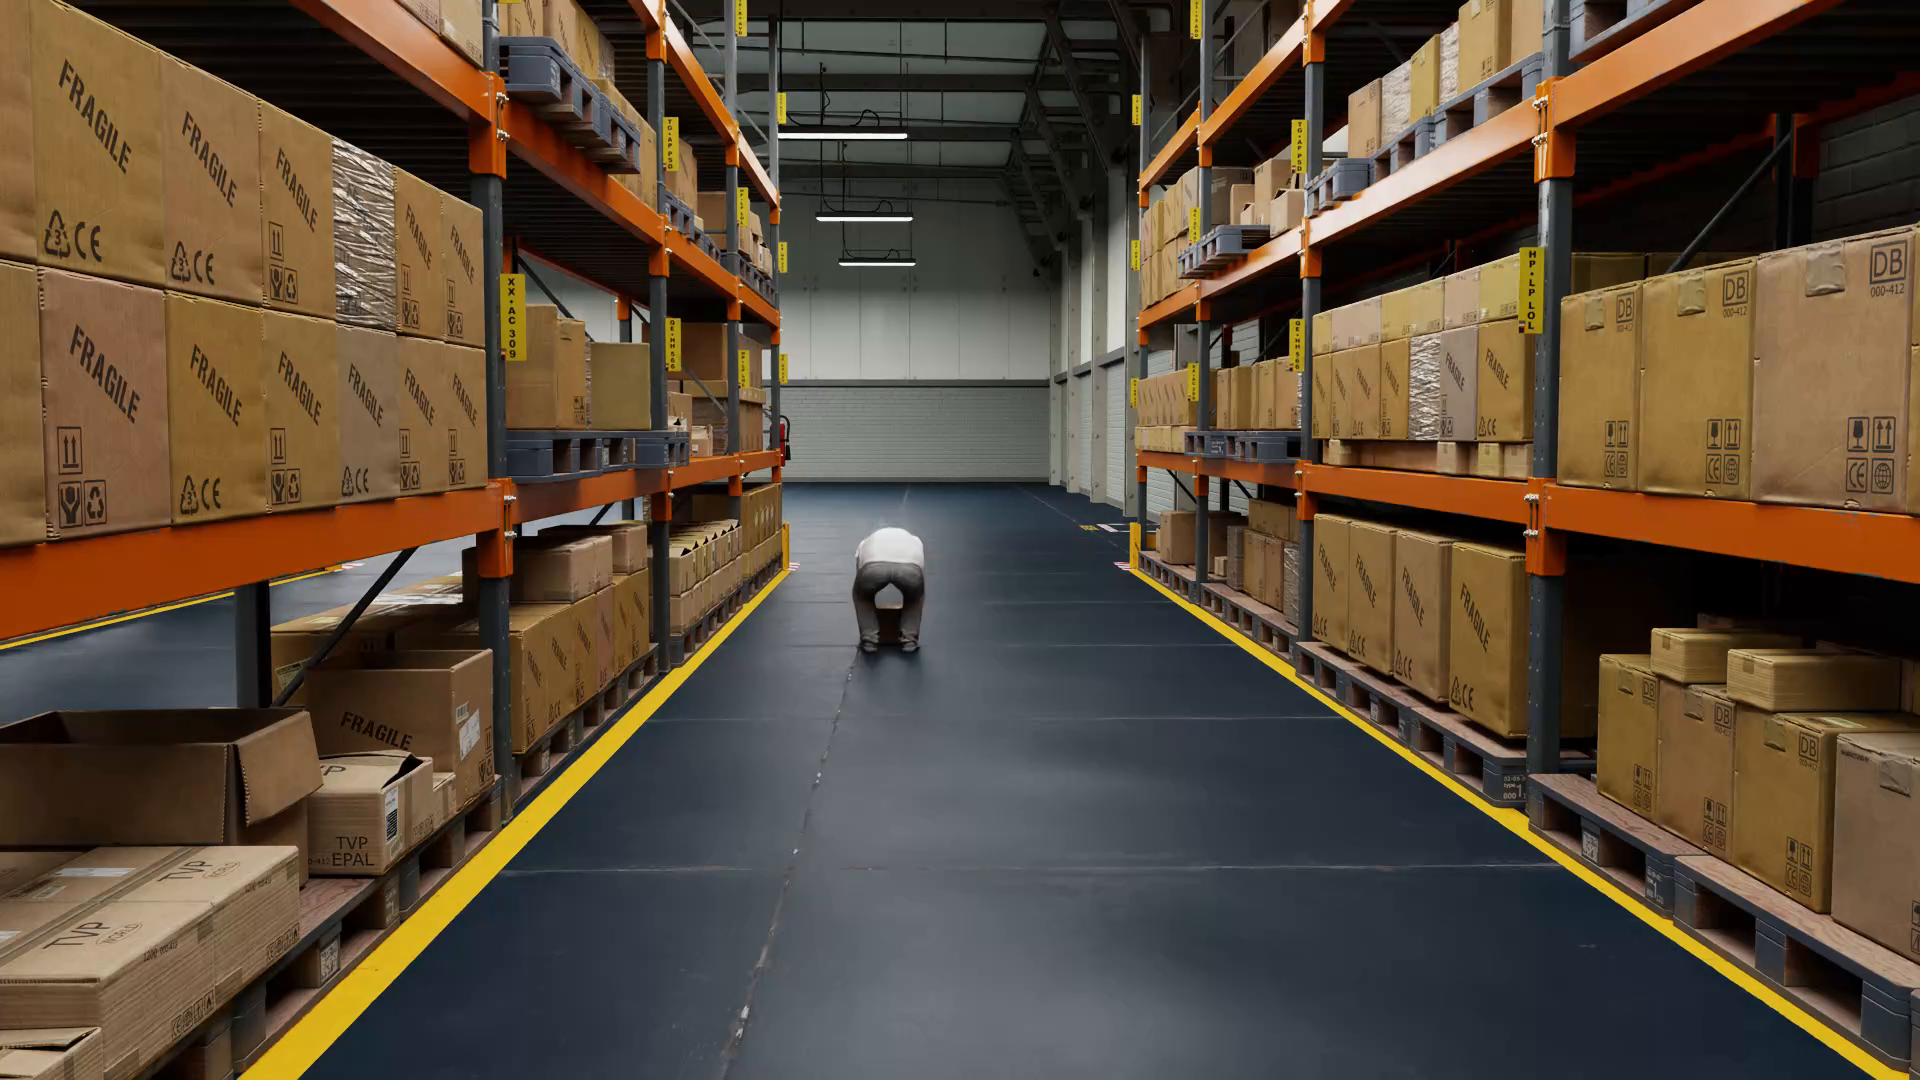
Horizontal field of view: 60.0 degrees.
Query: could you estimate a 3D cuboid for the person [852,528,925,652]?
[{"bbox_3d":[-0.500,0.339,11.631,0.516,0.860,1.005,0,4,-3],"label":"person"}]
